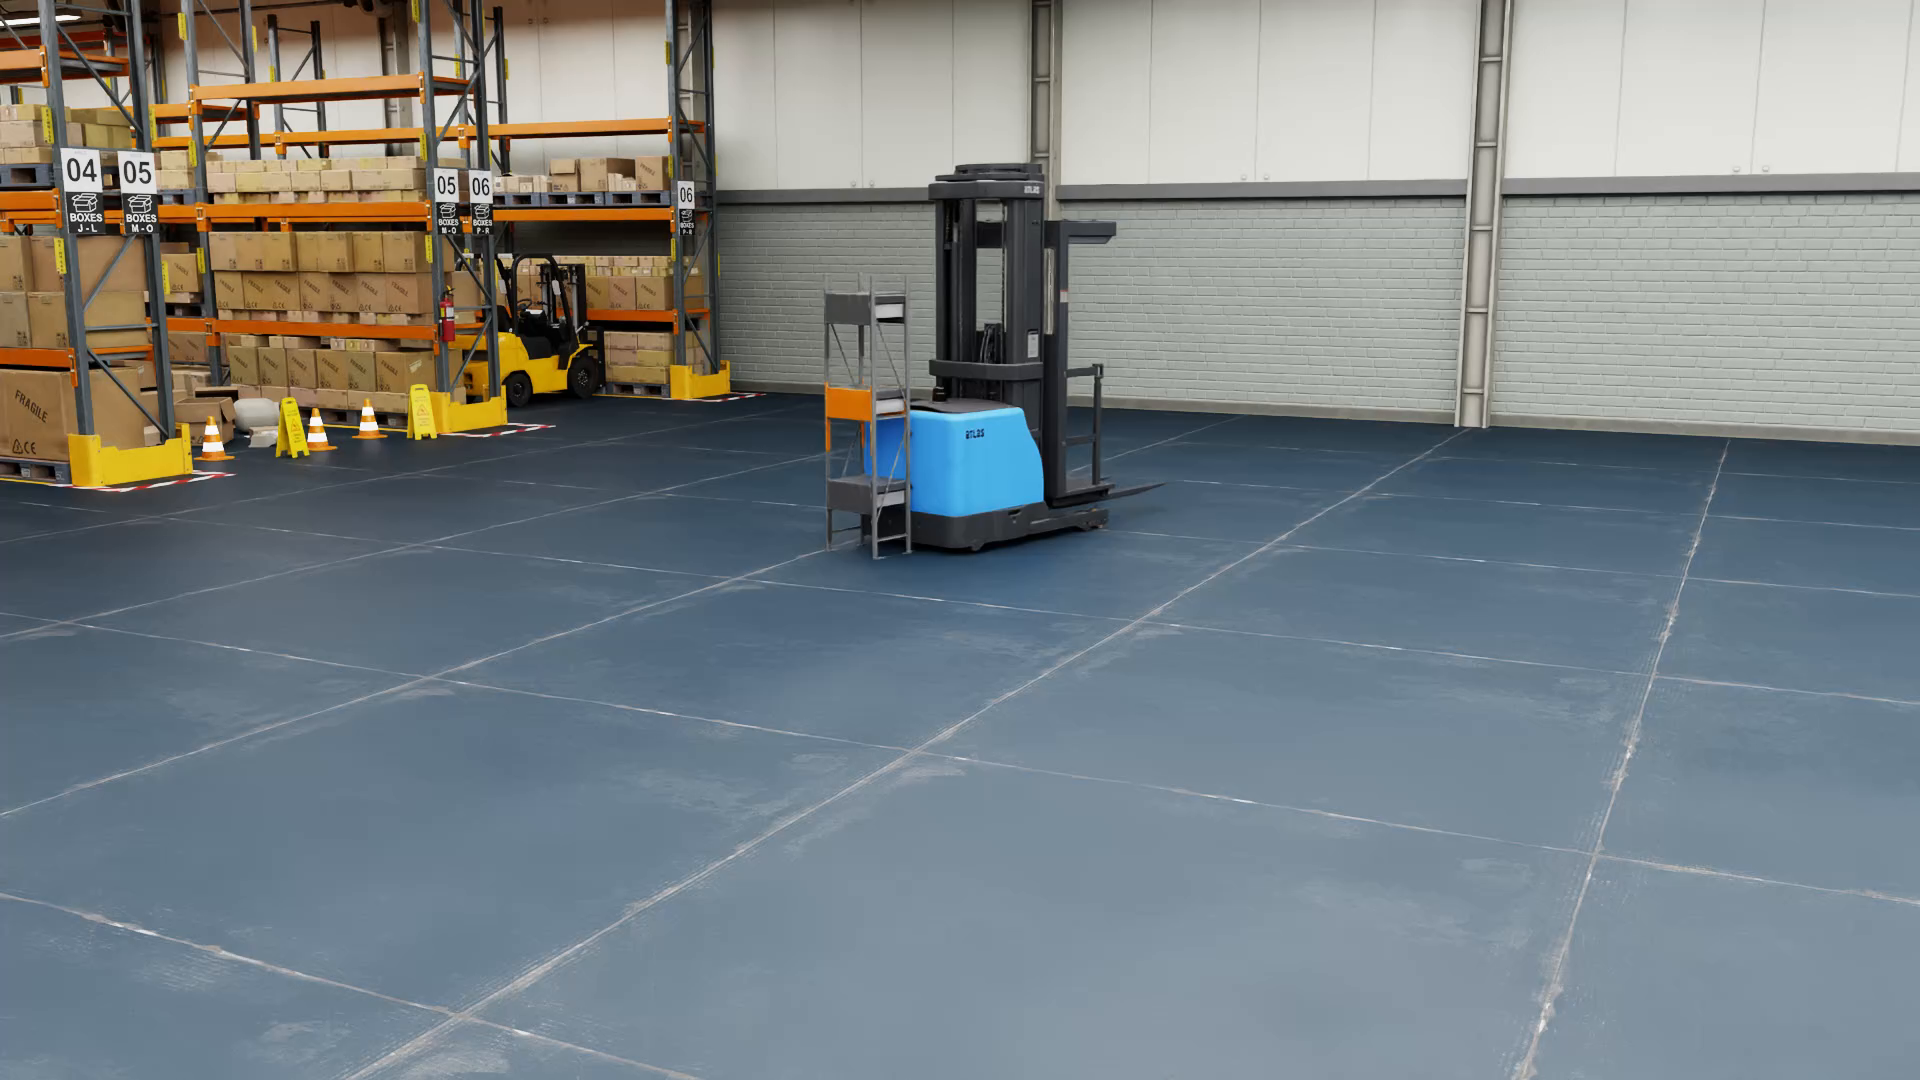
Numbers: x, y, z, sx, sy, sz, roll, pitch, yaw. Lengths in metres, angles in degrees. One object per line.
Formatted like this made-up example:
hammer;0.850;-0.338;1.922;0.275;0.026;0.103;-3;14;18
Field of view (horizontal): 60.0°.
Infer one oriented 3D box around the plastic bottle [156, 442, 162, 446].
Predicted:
plastic bottle;-9.092;-1.086;19.057;0.283;0.061;0.133;1;10;6

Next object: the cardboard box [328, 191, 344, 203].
cardboard box;-7.751;-4.330;21.012;0.250;0.149;0.380;5;11;24

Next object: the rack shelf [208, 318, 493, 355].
rack shelf;-7.965;-2.692;21.701;4.000;0.370;1.077;5;11;26

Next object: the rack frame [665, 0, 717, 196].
rack frame;-3.978;-6.633;24.614;0.127;3.000;1.000;5;11;26

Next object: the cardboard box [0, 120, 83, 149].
cardboard box;-8.833;-3.888;15.994;0.500;0.250;0.500;5;11;27

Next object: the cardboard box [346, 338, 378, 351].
cardboard box;-7.588;-2.490;21.181;0.250;0.149;0.380;5;12;27

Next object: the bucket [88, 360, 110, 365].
bucket;-10.716;-1.900;20.227;0.726;0.611;0.620;-10;4;-43

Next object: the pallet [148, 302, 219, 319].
pallet;-10.379;-3.193;22.986;1.213;0.211;1.003;5;11;26

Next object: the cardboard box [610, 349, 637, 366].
cardboard box;-4.998;-2.811;25.475;0.500;0.250;0.500;5;11;25

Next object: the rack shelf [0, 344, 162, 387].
rack shelf;-10.064;-1.893;17.289;4.000;0.370;1.077;5;11;26

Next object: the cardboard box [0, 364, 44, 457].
cardboard box;-9.698;-1.363;17.124;0.875;0.875;0.875;5;11;25

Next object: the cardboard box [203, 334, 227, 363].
cardboard box;-13.016;-3.407;29.473;0.500;0.500;0.500;5;11;24

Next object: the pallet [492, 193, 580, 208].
pallet;-6.789;-5.366;26.282;1.213;0.211;1.003;5;11;26

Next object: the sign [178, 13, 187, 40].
sign;-9.999;-6.604;21.384;0.005;0.325;0.100;5;11;26

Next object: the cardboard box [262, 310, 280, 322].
cardboard box;-8.910;-2.951;21.819;0.250;0.149;0.380;5;12;28

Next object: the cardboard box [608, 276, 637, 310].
cardboard box;-4.997;-3.770;25.356;0.500;0.500;0.500;5;12;28

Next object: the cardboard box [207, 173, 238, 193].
cardboard box;-9.485;-4.674;21.795;0.500;0.250;0.500;5;11;25

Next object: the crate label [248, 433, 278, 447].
crate label;-8.046;-1.156;19.230;0.298;0.136;0.250;-1;10;-4

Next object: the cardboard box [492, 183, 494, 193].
cardboard box;-7.297;-5.521;26.135;0.250;0.149;0.380;5;12;27

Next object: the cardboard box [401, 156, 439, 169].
cardboard box;-6.605;-4.613;20.337;0.250;0.149;0.380;5;11;26

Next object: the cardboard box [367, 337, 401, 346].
cardboard box;-9.406;-3.195;27.951;0.625;0.625;0.875;5;11;23

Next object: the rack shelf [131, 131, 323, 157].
rack shelf;-12.946;-6.871;29.068;4.000;0.370;1.077;5;11;26

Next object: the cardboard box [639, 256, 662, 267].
cardboard box;-4.628;-4.205;25.105;0.250;0.149;0.380;5;11;26

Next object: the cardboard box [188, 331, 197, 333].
cardboard box;-13.558;-3.779;29.706;0.250;0.149;0.380;5;11;26

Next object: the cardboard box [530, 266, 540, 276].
cardboard box;-6.494;-4.209;25.964;0.250;0.149;0.380;5;11;25

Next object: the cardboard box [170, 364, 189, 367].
cardboard box;-11.500;-2.269;23.542;0.625;0.372;0.950;5;12;28

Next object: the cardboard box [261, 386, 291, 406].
cardboard box;-8.865;-1.927;21.998;0.500;0.250;0.500;6;12;29

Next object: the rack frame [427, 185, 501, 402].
rack frame;-6.171;-2.888;20.766;0.127;3.000;1.000;5;11;26

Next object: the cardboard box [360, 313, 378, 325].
cardboard box;-7.342;-2.801;20.991;0.250;0.149;0.380;5;12;27

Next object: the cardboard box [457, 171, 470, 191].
cardboard box;-6.504;-4.519;20.940;0.500;0.250;0.500;5;11;25

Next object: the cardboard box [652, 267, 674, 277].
cardboard box;-4.413;-4.032;24.985;0.250;0.149;0.380;5;11;27

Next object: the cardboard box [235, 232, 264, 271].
cardboard box;-9.011;-3.778;21.759;0.500;0.500;0.700;5;11;26

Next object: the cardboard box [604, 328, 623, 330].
cardboard box;-5.675;-3.216;26.314;0.500;0.250;0.500;5;11;25

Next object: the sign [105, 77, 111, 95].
sign;-14.996;-7.992;29.278;0.005;0.325;0.100;5;11;26

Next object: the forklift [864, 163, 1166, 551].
forklift;0.578;-1.565;13.645;1.130;2.935;3.031;9;14;41

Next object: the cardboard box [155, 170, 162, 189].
cardboard box;-10.798;-4.876;22.568;0.500;0.250;0.500;5;11;27

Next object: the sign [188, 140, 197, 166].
sign;-10.001;-5.039;21.668;0.005;0.325;0.100;5;11;26

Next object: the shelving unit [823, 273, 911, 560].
shelving unit;-0.695;-0.937;12.513;0.503;2.100;0.431;9;14;41

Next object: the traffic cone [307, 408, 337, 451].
traffic cone;-7.314;-1.264;18.914;0.334;0.463;0.336;5;11;26

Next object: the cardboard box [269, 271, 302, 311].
cardboard box;-8.582;-3.242;21.607;0.500;0.500;0.500;5;11;25

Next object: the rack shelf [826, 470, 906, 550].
rack shelf;-0.695;-0.235;12.640;0.480;0.518;0.431;9;14;41

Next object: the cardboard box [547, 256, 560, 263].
cardboard box;-6.220;-4.350;25.905;0.250;0.149;0.380;5;11;26

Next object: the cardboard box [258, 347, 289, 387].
cardboard box;-8.863;-2.296;21.931;0.500;0.500;0.500;6;12;28

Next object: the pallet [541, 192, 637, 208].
pallet;-5.699;-5.270;25.750;1.213;0.211;1.003;5;11;26

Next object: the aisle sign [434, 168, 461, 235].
aisle sign;-6.244;-4.116;20.252;0.004;0.787;0.394;5;11;26

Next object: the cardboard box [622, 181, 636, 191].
cardboard box;-4.856;-5.306;24.950;0.250;0.149;0.380;5;11;24

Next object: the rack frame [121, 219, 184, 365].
rack frame;-14.740;-4.627;30.373;0.127;3.000;1.000;5;11;26

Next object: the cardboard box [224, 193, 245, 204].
cardboard box;-9.378;-4.462;21.745;0.250;0.149;0.380;5;11;26

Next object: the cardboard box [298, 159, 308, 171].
cardboard box;-8.190;-4.762;21.163;0.250;0.149;0.380;5;12;27
